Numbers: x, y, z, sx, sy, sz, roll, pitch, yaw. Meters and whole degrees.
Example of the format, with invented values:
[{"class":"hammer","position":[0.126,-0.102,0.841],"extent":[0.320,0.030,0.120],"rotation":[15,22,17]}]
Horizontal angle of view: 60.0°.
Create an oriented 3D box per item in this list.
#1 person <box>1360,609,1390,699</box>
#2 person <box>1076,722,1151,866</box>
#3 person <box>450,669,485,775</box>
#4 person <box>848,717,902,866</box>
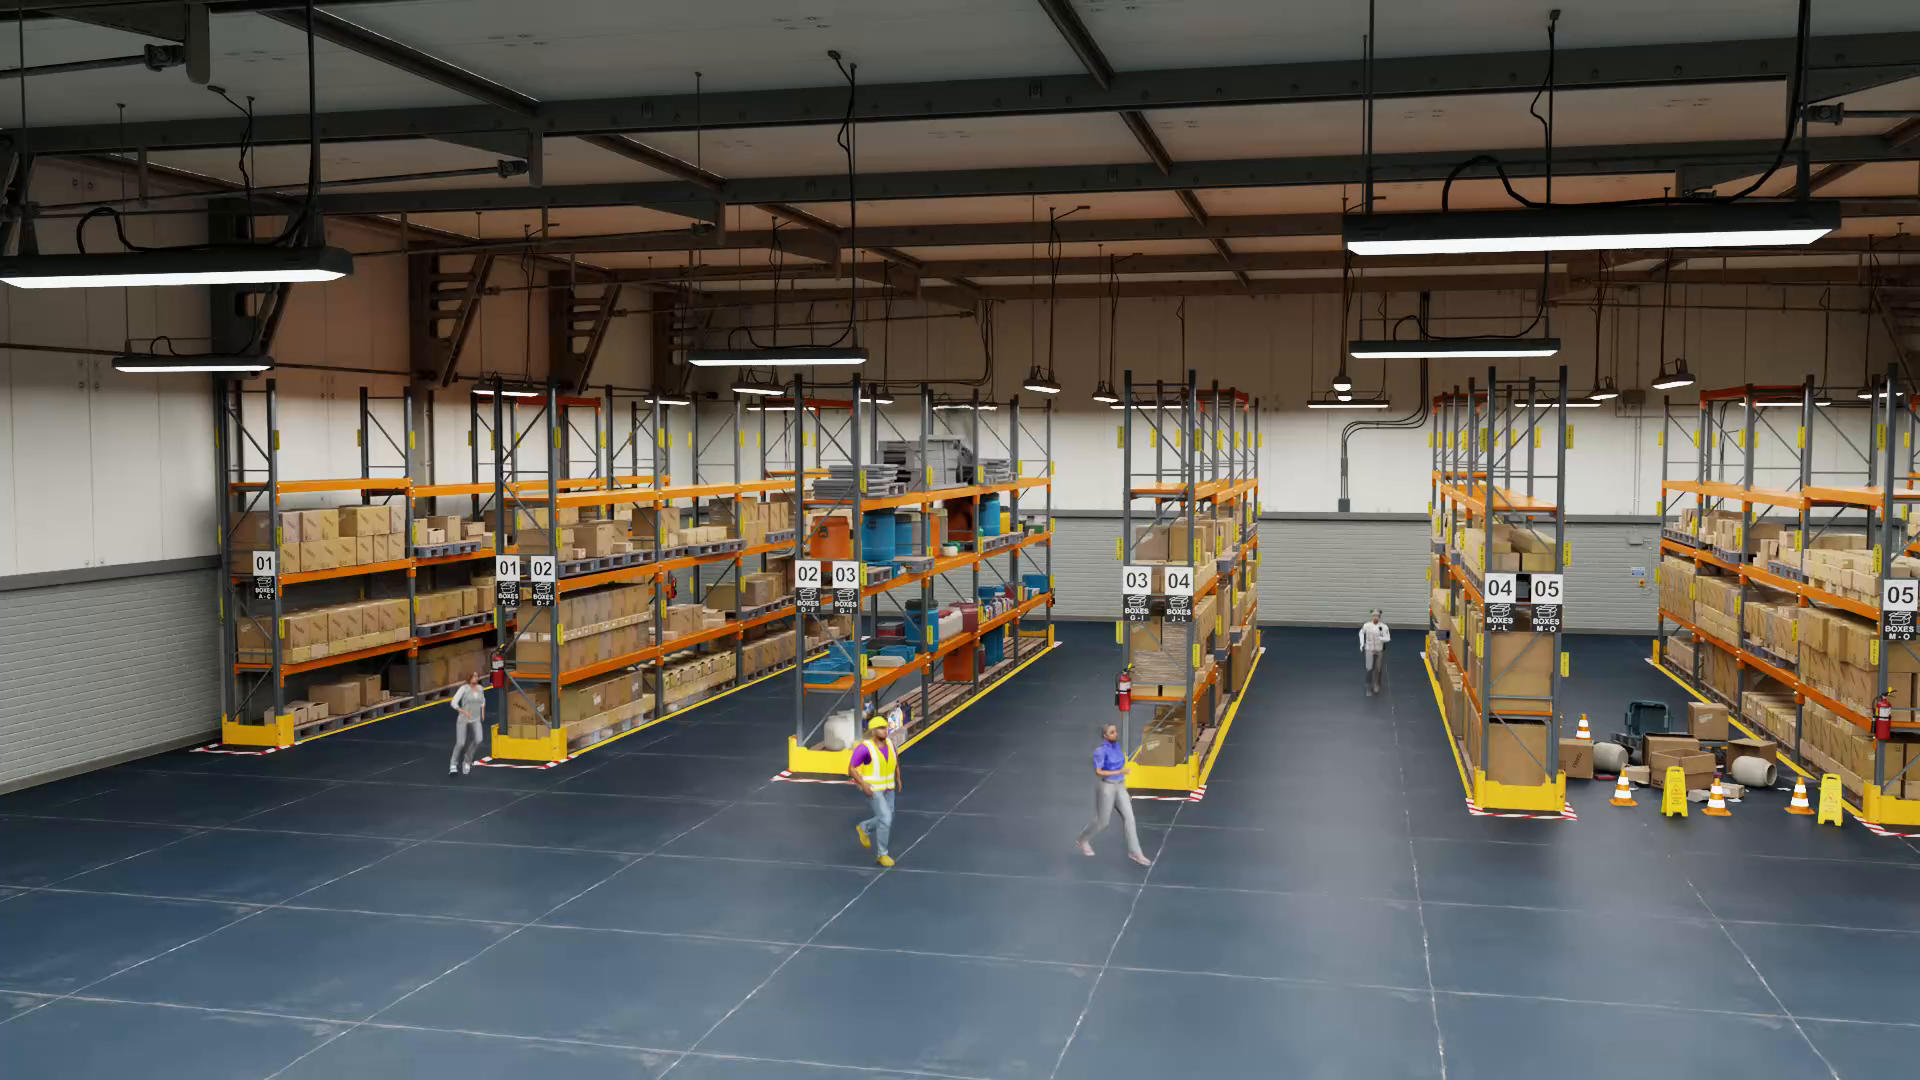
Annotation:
[{"class":"person","position":[8.112,2.210,32.528],"extent":[0.583,1.738,0.761],"rotation":[1,4,13]},{"class":"person","position":[1.824,2.978,19.704],"extent":[0.586,1.636,0.995],"rotation":[-3,5,-44]},{"class":"person","position":[-7.343,2.719,24.930],"extent":[0.592,1.560,0.592],"rotation":[-3,4,-39]},{"class":"person","position":[-1.015,2.955,19.801],"extent":[0.739,1.737,0.719],"rotation":[3,5,44]}]
